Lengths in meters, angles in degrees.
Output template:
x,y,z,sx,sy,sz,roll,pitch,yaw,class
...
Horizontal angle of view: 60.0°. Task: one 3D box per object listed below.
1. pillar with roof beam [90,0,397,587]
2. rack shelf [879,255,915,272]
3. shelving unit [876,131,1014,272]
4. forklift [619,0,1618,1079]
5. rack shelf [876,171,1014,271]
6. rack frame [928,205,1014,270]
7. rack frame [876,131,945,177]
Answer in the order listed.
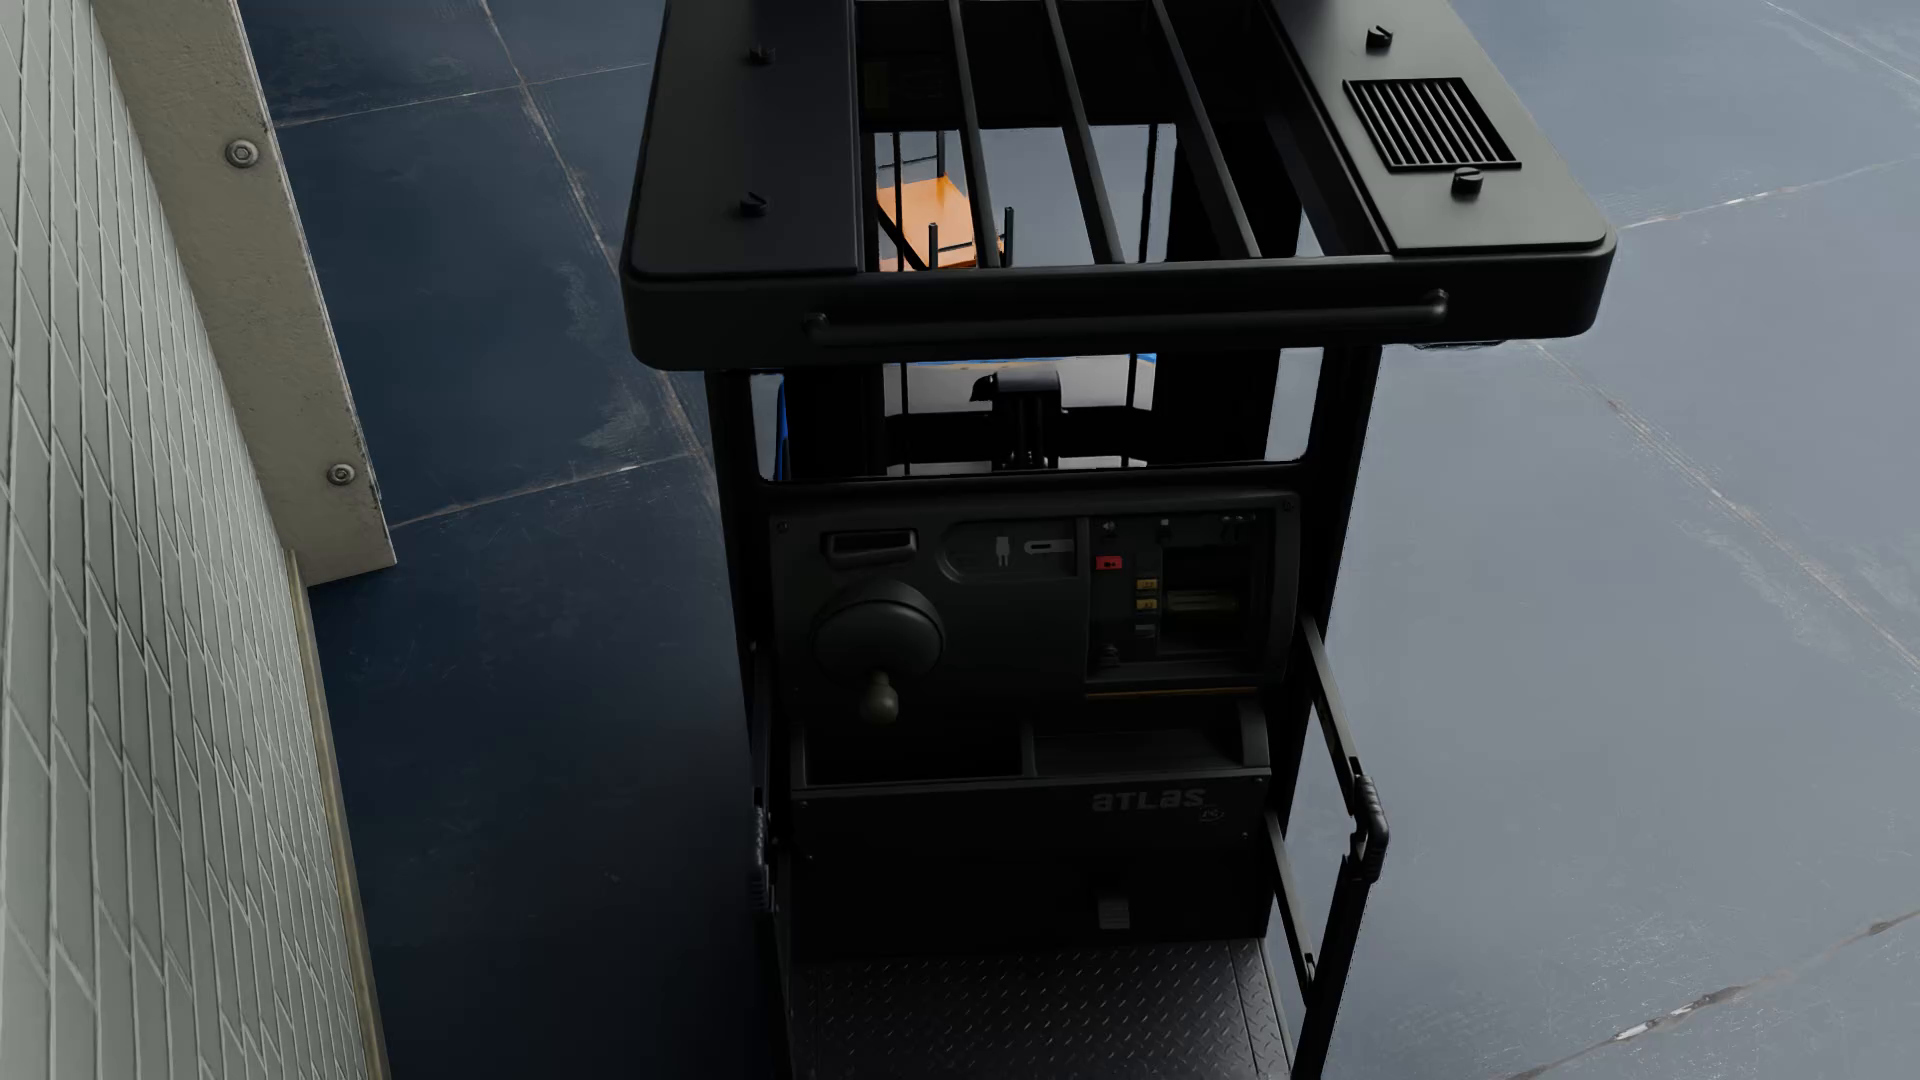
x,y,z,sx,sy,sz,roll,pitch,yaw,class
2.011,-4.492,3.572,9.100,9.000,0.400,-15,43,-17,pillar with roof beam
-0.063,-0.673,4.873,0.258,0.148,0.480,-15,43,-17,rack shelf
-0.063,-0.555,4.975,0.258,1.200,0.503,-15,43,-17,shelving unit
0.152,0.193,2.778,1.130,2.935,3.031,-2,41,-3,forklift
-0.063,-0.853,4.719,0.258,0.148,0.480,-15,43,-17,rack shelf
0.030,-0.408,4.804,0.240,1.200,0.015,-15,43,-17,rack frame
-0.157,-0.702,5.146,0.240,1.200,0.015,-15,43,-17,rack frame
